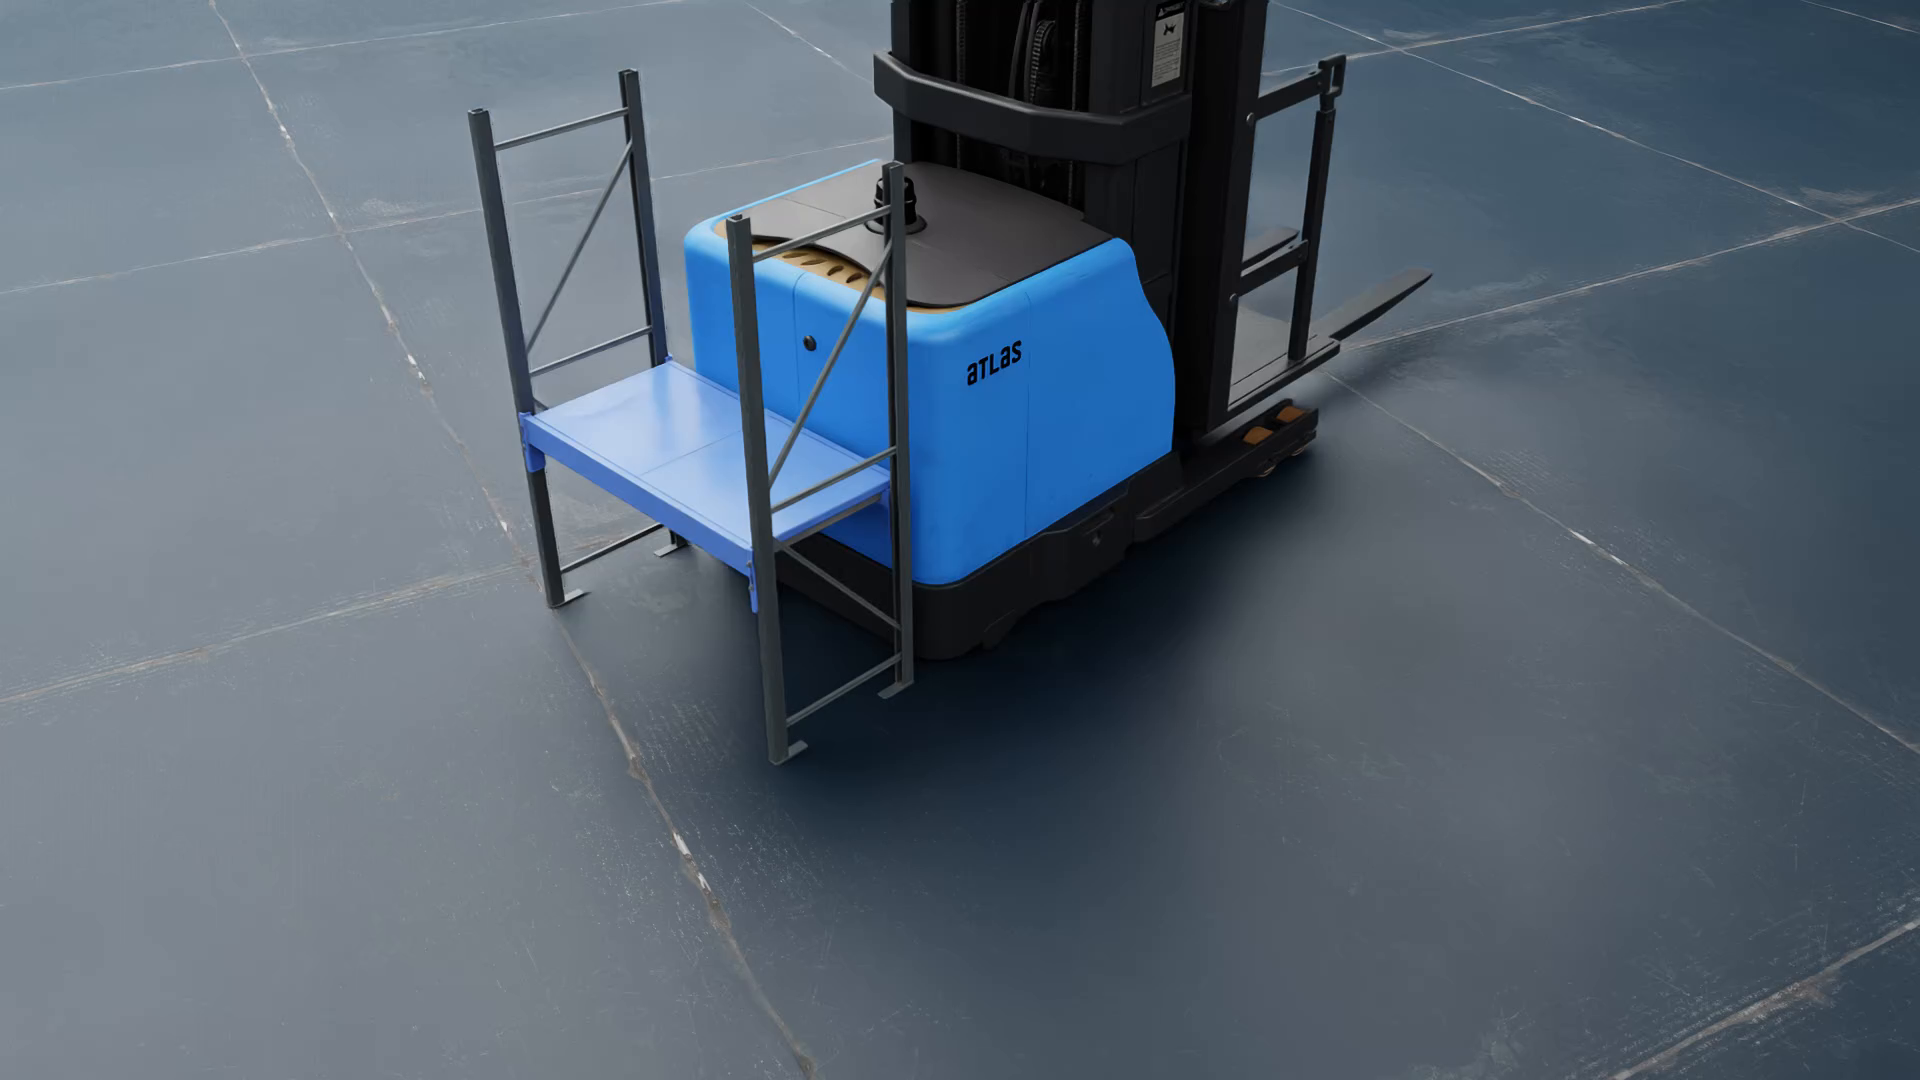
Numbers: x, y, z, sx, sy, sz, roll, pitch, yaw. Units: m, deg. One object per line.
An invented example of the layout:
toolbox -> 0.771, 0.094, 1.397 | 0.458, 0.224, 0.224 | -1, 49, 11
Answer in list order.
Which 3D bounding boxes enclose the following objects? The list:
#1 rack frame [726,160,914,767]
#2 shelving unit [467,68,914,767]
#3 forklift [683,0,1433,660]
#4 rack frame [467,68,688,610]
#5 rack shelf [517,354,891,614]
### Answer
rack frame -> -0.313, -0.143, 4.083 | 0.032, 1.500, 0.500 | 28, 42, 36
shelving unit -> -0.677, -0.335, 4.382 | 1.048, 1.500, 0.538 | 28, 42, 36
forklift -> 0.576, -1.612, 5.049 | 1.130, 2.935, 3.031 | 26, 41, 35
rack frame -> -1.041, -0.526, 4.681 | 0.032, 1.500, 0.500 | 28, 42, 36
rack shelf -> -0.677, -0.183, 4.479 | 1.000, 0.185, 0.538 | 28, 42, 36
